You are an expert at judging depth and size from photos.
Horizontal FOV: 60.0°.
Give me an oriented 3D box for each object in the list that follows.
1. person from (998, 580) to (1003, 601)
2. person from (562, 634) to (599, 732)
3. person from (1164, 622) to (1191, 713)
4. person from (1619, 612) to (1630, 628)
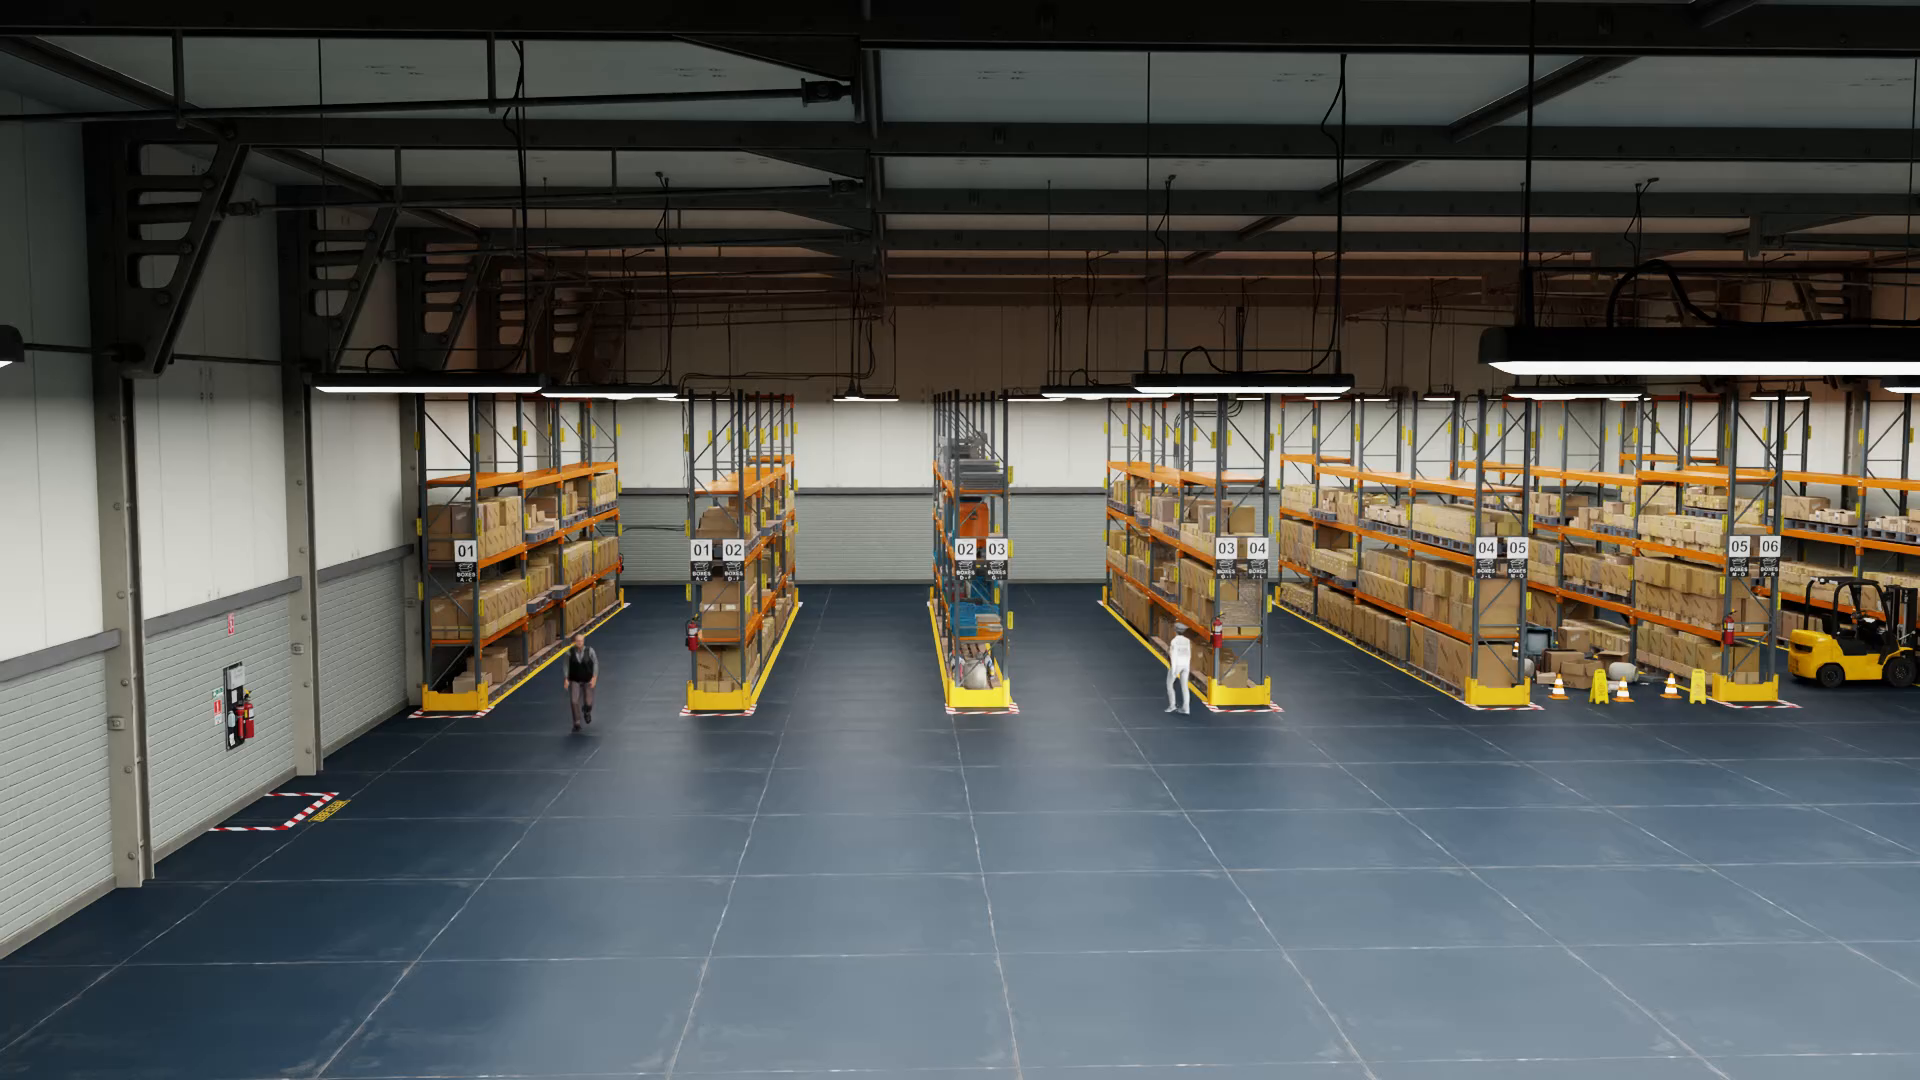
[{"bbox_3d":[1.140,0.916,48.033,0.572,1.795,0.478,-4,6,-41],"label":"person"},{"bbox_3d":[-6.692,2.489,29.355,0.624,1.704,0.638,-1,5,-9],"label":"person"},{"bbox_3d":[4.096,2.389,30.804,0.502,1.715,0.535,-2,5,-24],"label":"person"},{"bbox_3d":[17.016,1.395,42.138,0.638,1.779,0.532,-3,5,-30],"label":"person"}]
